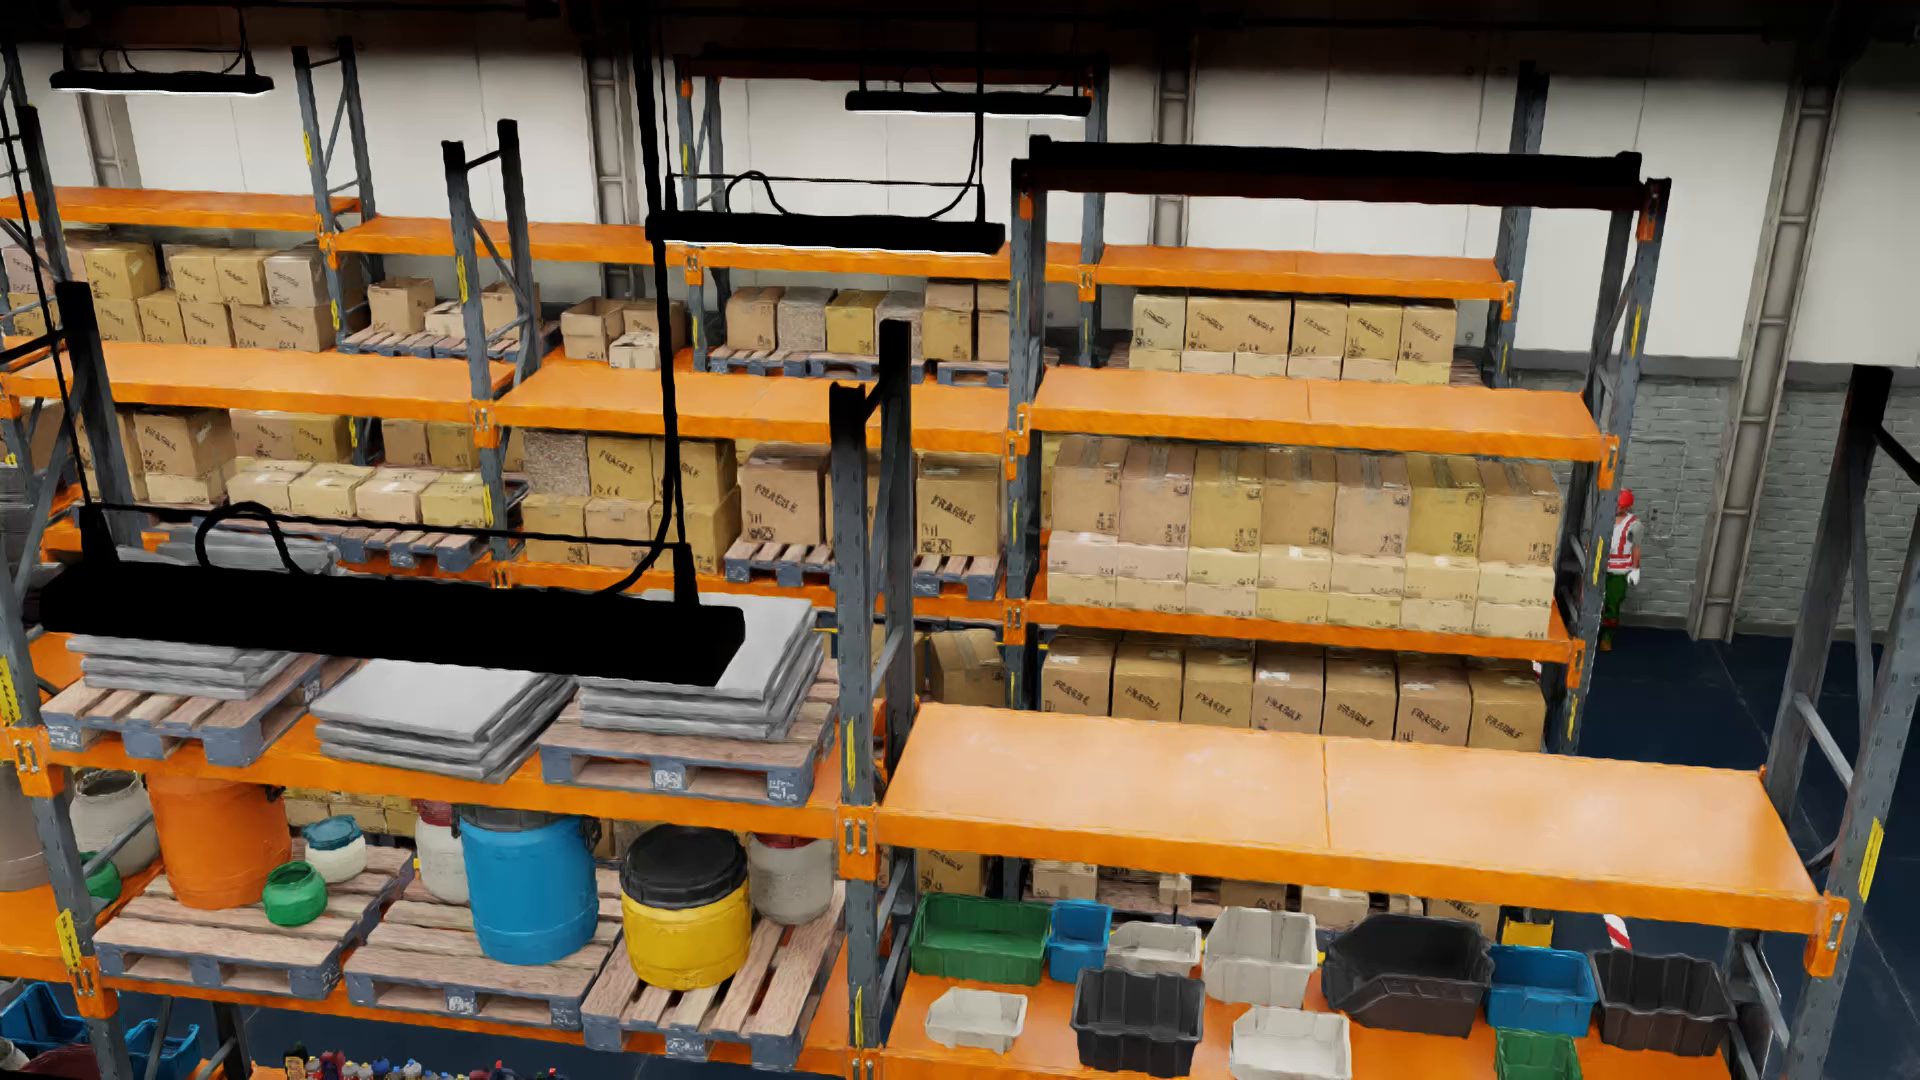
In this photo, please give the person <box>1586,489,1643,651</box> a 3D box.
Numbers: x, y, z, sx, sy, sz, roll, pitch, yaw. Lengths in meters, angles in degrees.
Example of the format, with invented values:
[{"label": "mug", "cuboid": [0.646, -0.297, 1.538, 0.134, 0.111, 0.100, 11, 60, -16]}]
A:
[{"label": "person", "cuboid": [6.802, 0.241, 17.520, 0.490, 1.783, 0.722, -15, 27, -31]}]
